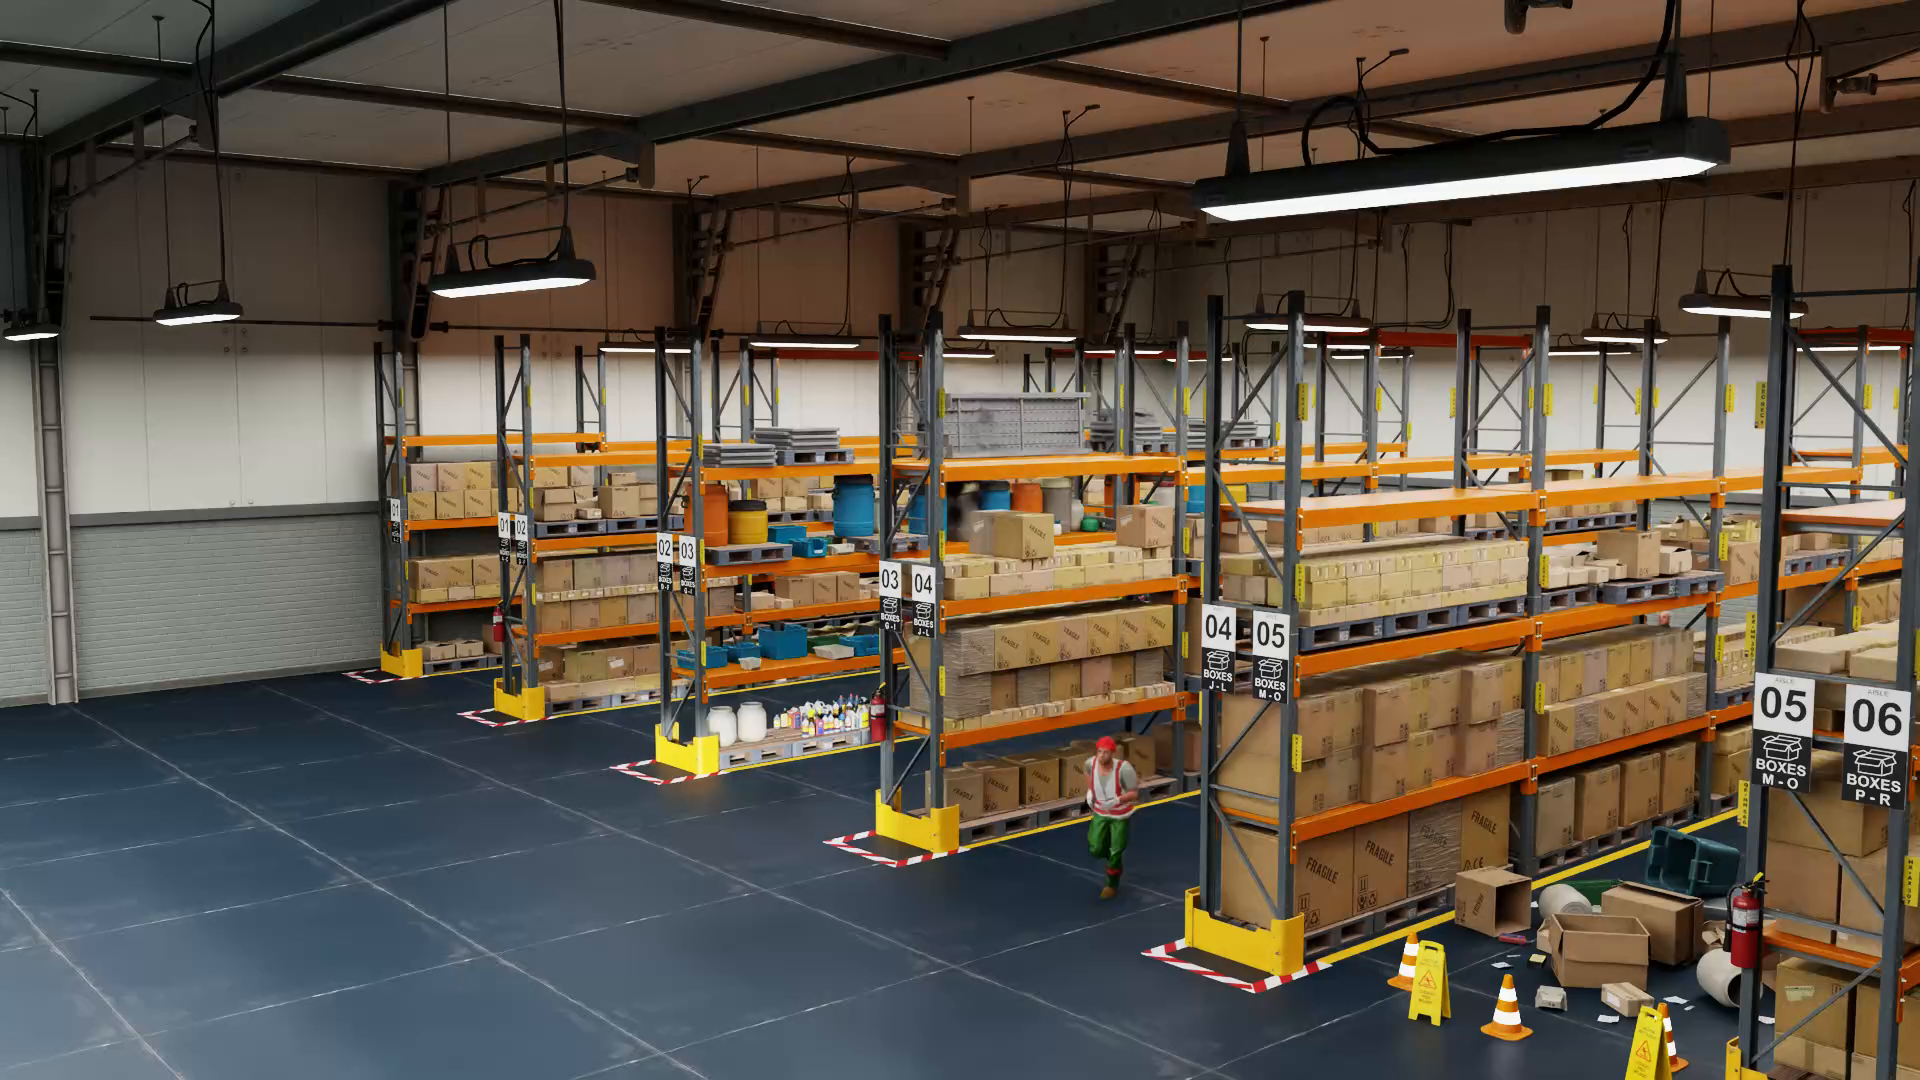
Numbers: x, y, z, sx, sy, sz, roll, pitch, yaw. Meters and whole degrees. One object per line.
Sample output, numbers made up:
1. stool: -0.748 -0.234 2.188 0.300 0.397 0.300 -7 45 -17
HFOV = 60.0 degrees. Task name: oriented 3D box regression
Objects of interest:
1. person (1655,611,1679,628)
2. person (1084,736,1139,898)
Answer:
1. person: 10.920 1.982 25.741 0.862 1.801 0.643 -5 7 -44
2. person: 1.494 2.798 16.782 0.649 1.710 0.729 2 6 23
